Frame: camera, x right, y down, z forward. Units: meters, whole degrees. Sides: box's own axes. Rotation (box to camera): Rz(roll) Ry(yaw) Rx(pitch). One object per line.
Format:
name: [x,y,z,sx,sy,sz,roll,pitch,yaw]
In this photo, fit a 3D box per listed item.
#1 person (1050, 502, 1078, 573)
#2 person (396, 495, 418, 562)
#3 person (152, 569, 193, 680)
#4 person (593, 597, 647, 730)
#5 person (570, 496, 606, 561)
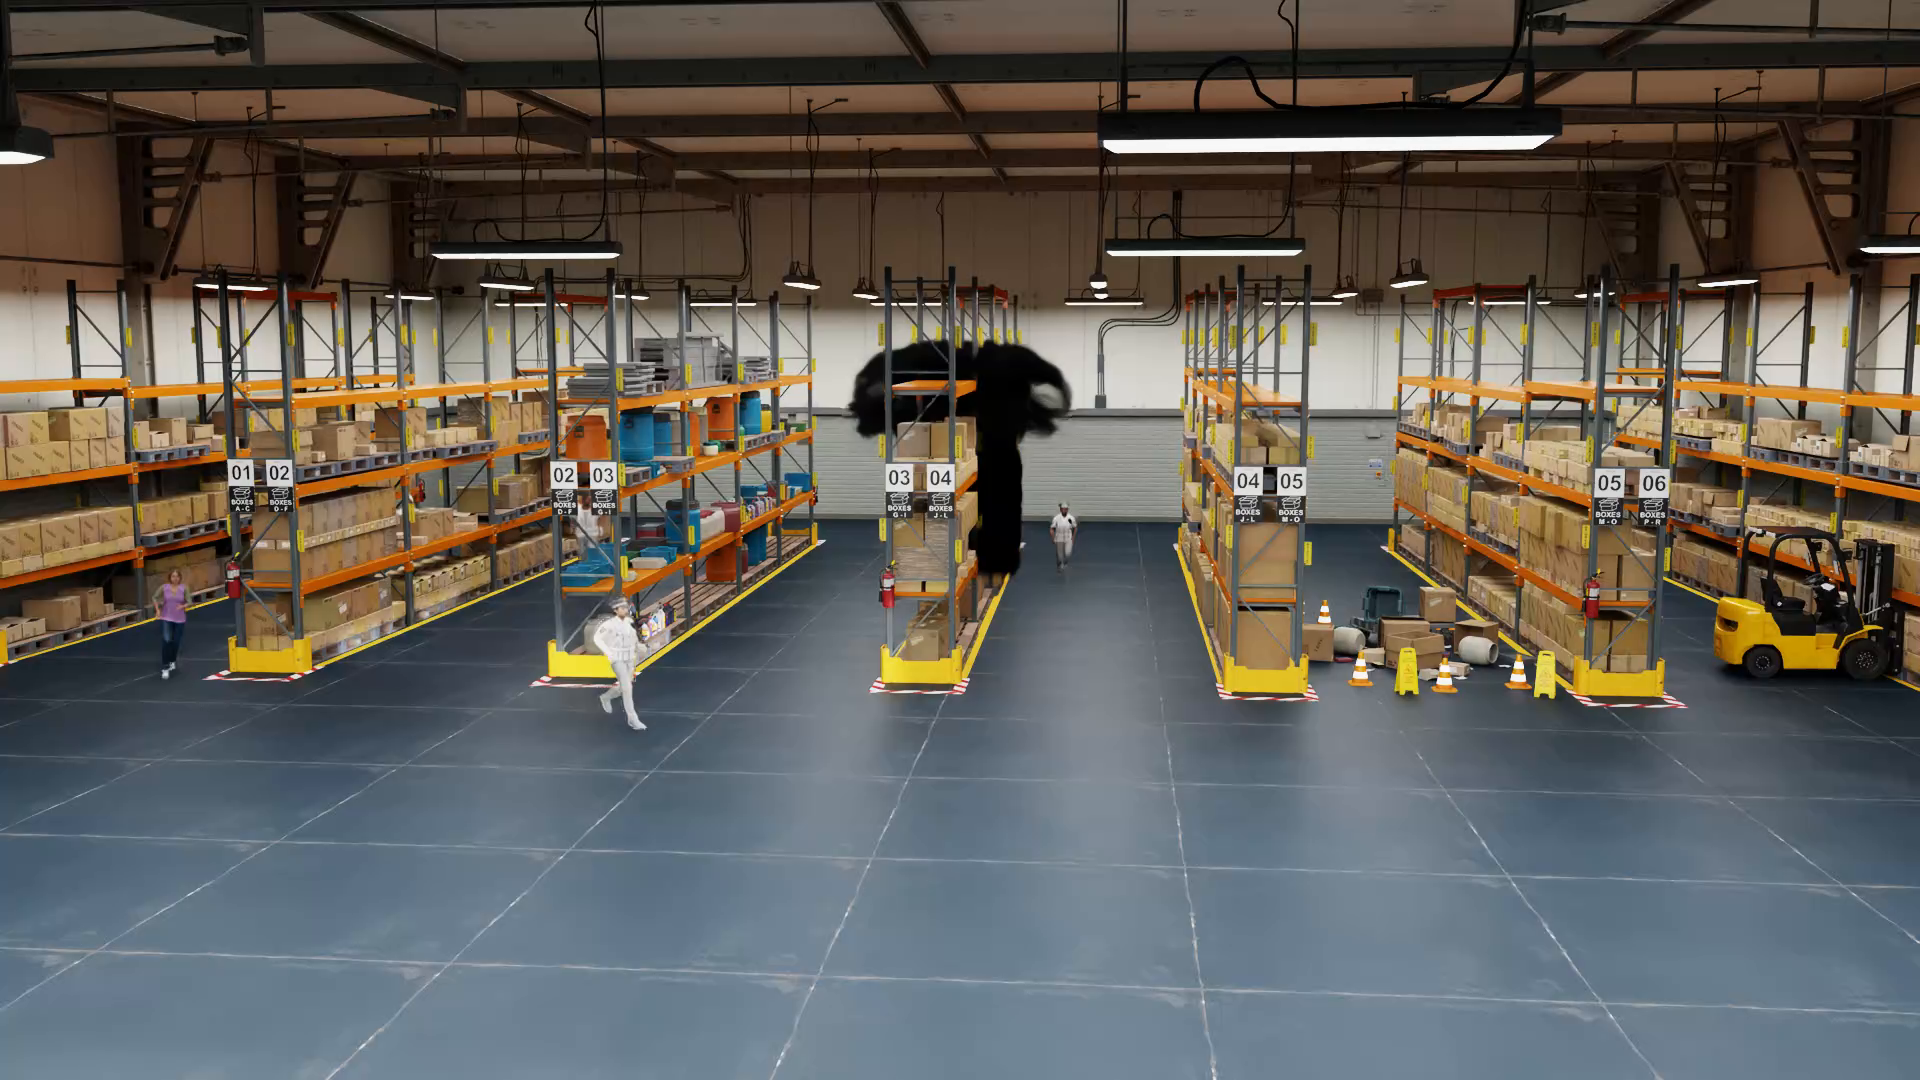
person: [2.145,-0.034,34.225,0.585,1.520,0.754,0,7,-1]
person: [-11.521,-0.069,34.827,0.671,1.772,0.798,0,7,-3]
person: [-11.698,1.247,24.746,0.541,1.613,0.724,-4,8,-29]
person: [-4.380,1.573,21.492,0.848,1.696,0.618,5,9,36]
person: [-7.181,-0.060,32.101,0.668,1.786,0.847,0,7,-3]
